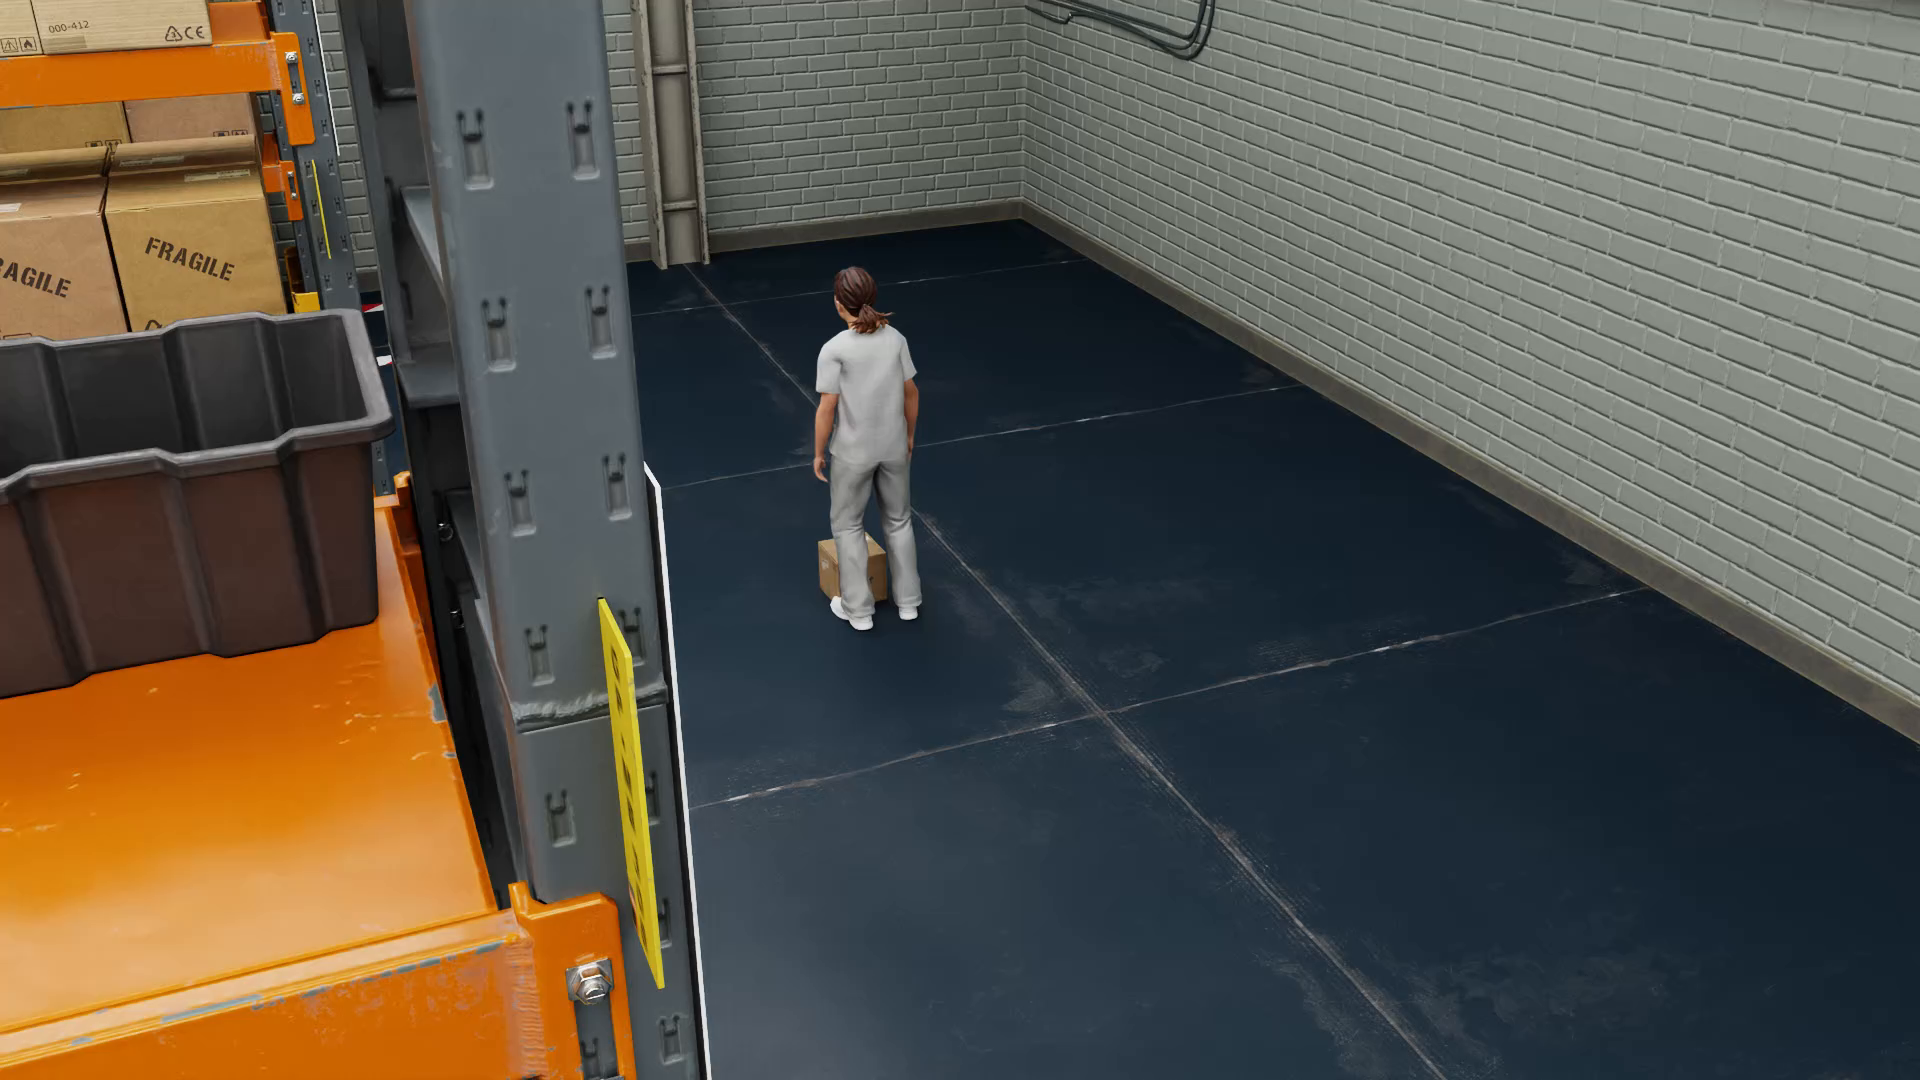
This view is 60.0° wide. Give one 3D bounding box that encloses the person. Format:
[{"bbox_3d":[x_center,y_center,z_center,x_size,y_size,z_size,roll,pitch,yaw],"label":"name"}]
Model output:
[{"bbox_3d":[-0.408,-0.396,7.425,0.512,1.673,0.353,-12,28,-23],"label":"person"}]
